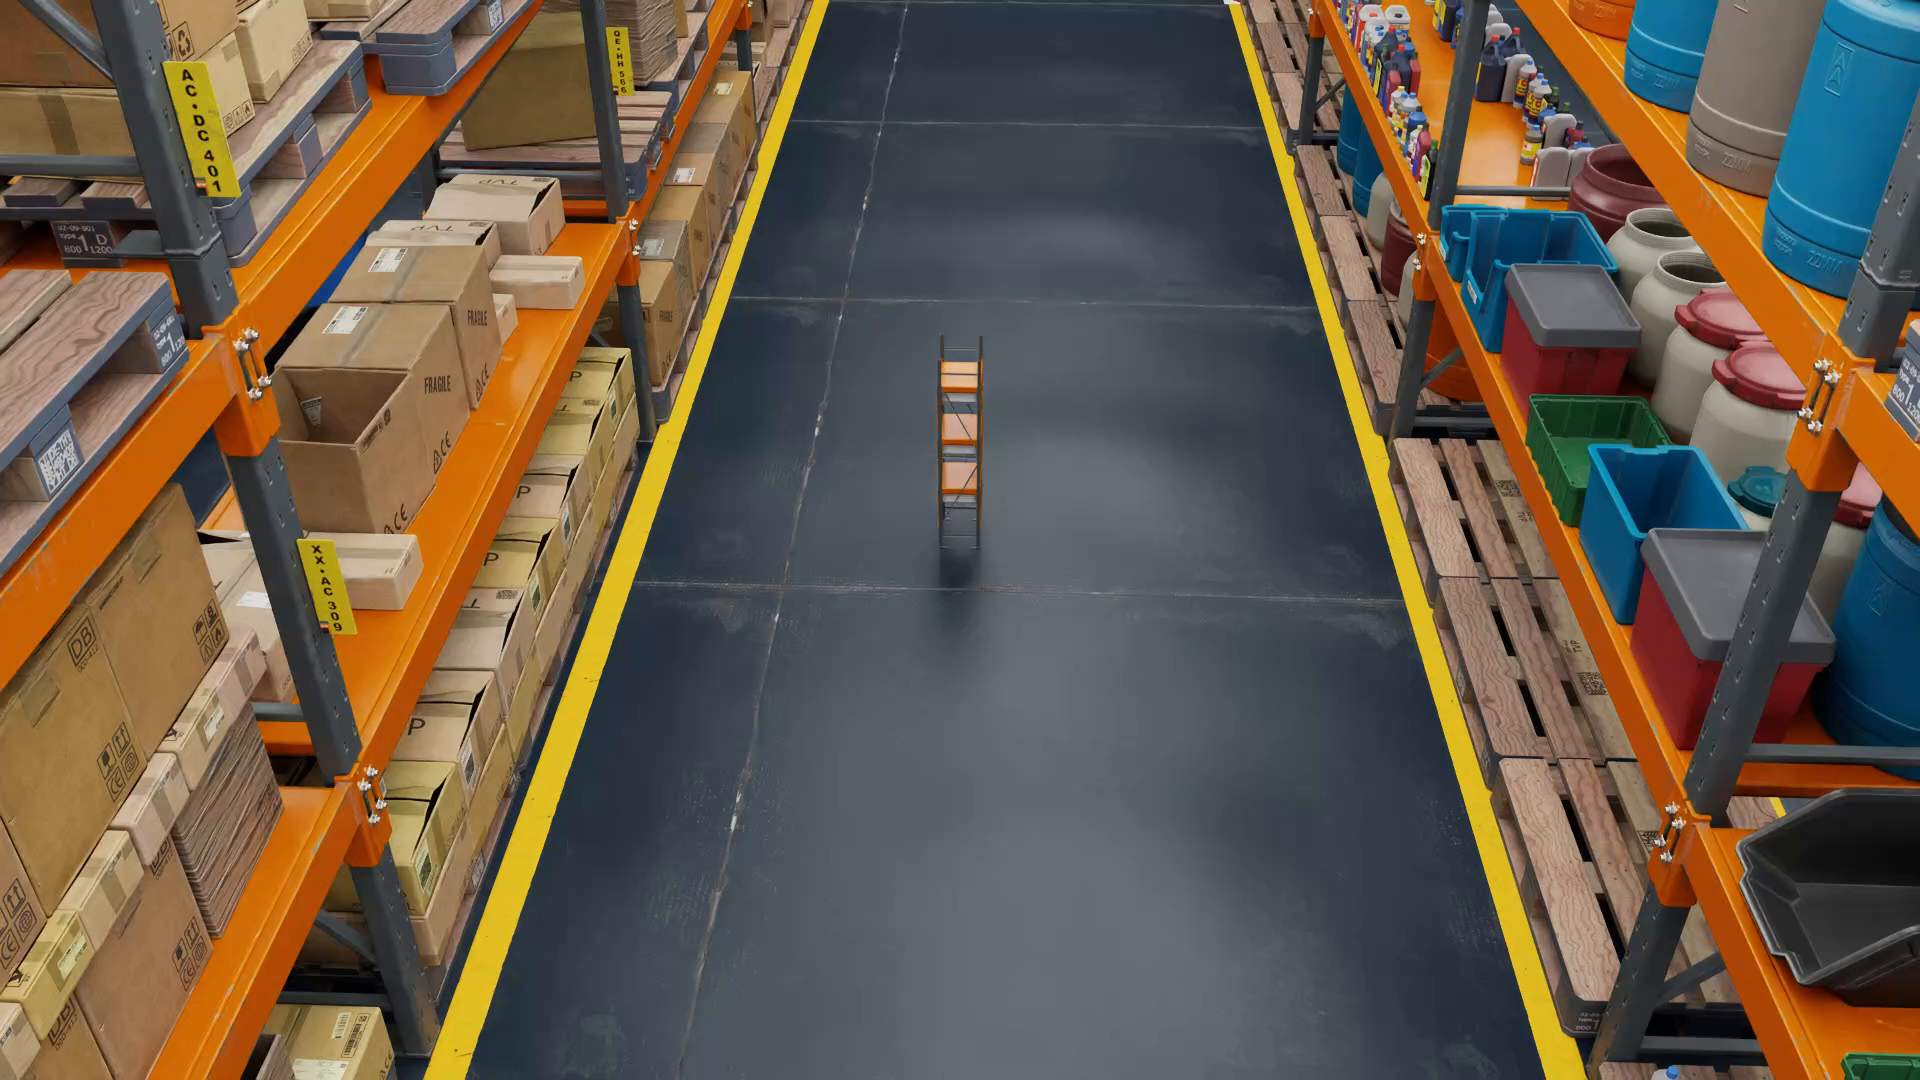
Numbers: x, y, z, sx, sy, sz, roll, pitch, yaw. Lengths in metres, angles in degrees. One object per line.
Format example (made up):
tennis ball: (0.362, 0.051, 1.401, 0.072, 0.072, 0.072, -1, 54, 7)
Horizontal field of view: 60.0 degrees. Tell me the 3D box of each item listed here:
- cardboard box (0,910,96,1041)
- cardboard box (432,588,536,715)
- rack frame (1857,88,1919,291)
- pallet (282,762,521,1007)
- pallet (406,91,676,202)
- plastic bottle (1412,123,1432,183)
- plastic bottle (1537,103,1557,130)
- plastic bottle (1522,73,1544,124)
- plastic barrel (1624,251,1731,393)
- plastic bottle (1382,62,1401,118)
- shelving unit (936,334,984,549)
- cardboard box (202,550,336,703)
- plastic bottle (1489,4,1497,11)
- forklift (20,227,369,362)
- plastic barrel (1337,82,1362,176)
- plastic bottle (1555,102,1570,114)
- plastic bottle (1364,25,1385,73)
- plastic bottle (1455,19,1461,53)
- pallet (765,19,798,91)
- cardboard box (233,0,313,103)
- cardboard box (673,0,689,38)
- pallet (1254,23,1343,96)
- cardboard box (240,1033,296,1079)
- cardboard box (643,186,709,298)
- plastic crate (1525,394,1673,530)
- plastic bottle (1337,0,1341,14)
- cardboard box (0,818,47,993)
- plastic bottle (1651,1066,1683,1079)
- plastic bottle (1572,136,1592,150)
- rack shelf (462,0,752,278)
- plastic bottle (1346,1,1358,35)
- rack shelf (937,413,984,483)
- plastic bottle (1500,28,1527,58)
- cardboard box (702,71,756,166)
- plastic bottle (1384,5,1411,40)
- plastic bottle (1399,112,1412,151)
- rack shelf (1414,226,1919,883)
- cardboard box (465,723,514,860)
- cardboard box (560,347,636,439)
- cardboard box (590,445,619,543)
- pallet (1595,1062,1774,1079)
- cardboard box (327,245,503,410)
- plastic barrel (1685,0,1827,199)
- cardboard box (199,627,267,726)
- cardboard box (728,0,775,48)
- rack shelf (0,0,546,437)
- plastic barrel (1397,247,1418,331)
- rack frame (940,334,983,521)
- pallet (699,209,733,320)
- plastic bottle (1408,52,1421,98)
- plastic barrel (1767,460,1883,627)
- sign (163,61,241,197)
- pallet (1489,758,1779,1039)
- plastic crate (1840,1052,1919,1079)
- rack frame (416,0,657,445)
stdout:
cardboard box: (-2.155, 0.947, 3.643, 0.380, 0.149, 0.250, 1, 35, 2)
cardboard box: (-2.005, 0.415, 6.590, 0.500, 0.311, 0.500, 0, 35, 0)
rack frame: (2.633, -1.830, 3.028, 1.000, 3.000, 0.127, 1, 35, 2)
pallet: (-2.325, 1.224, 6.325, 1.003, 0.211, 1.213, 1, 35, 2)
pallet: (-2.198, -2.103, 8.801, 1.213, 0.211, 1.003, 1, 35, 2)
plastic bottle: (2.393, -2.001, 8.590, 0.061, 0.283, 0.133, 1, 35, 2)
plastic bottle: (3.124, -2.196, 8.878, 0.097, 0.271, 0.097, 0, 35, 0)
plastic bottle: (3.203, -2.460, 9.253, 0.097, 0.271, 0.097, 0, 35, 0)
plastic barrel: (2.949, -0.882, 6.799, 0.421, 0.512, 0.421, 0, 35, 0)
plastic bottle: (2.430, -2.525, 9.336, 0.061, 0.283, 0.133, 1, 35, 2)
shelving unit: (0.002, -0.460, 7.992, 0.215, 1.050, 0.252, 1, 35, 2)
cardboard box: (-2.340, 0.285, 5.366, 0.500, 0.250, 0.500, 3, 35, 5)
plastic bottle: (3.227, -3.188, 10.285, 0.152, 0.276, 0.135, 1, 35, 2)
forklift: (-4.931, -2.194, 8.822, 3.031, 2.935, 1.130, -21, 40, -27)
plastic barrel: (2.916, -2.973, 11.332, 0.600, 0.901, 0.708, 1, 35, 2)
plastic bottle: (3.204, -2.209, 8.886, 0.061, 0.283, 0.133, 1, 35, 2)
plastic bottle: (2.477, -2.931, 9.924, 0.097, 0.271, 0.097, 0, 35, 0)
plastic bottle: (3.096, -3.101, 10.165, 0.097, 0.271, 0.097, 0, 35, 0)
pallet: (-1.920, -4.045, 13.822, 1.003, 0.211, 1.213, 1, 35, 2)
cardboard box: (-2.262, -1.500, 4.932, 0.500, 0.250, 0.500, -2, 35, -3)
cardboard box: (-2.004, -3.285, 9.863, 0.700, 0.500, 0.500, -7, 36, -10)
pallet: (2.992, -3.957, 13.697, 1.003, 0.211, 1.213, 1, 35, 2)
cardboard box: (-2.148, 1.712, 4.579, 0.500, 0.500, 0.500, 1, 35, 2)
cardboard box: (-1.811, -1.792, 9.982, 0.500, 0.500, 0.500, 1, 35, 1)
plastic crate: (2.421, -0.296, 6.247, 0.450, 0.188, 0.662, 1, 35, 2)
plastic bottle: (2.522, -3.547, 10.861, 0.097, 0.201, 0.097, 0, 35, 0)
cardboard box: (-2.367, 0.769, 3.332, 0.700, 0.500, 0.500, 1, 35, 2)
plastic bottle: (2.182, 1.733, 5.165, 0.097, 0.271, 0.097, 0, 35, 0)
plastic bottle: (3.166, -1.929, 8.497, 0.097, 0.271, 0.097, 0, 35, 0)
rack shelf: (-2.075, -2.645, 10.031, 1.077, 0.370, 4.000, 1, 35, 2)
plastic bottle: (2.505, -3.302, 10.512, 0.097, 0.201, 0.097, 0, 35, 0)
rack shelf: (0.002, -0.452, 7.998, 0.215, 0.259, 0.240, 1, 35, 2)
plastic bottle: (3.200, -2.784, 9.645, 0.144, 0.351, 0.185, 1, 35, 2)
cardboard box: (-1.728, -2.956, 11.639, 0.500, 0.500, 0.500, 1, 35, 2)
plastic bottle: (2.670, -3.129, 10.201, 0.152, 0.276, 0.135, 1, 35, 2)
plastic bottle: (2.428, -2.201, 8.946, 0.097, 0.201, 0.097, 0, 35, 0)
rack shelf: (2.714, -0.231, 6.595, 1.077, 0.370, 4.000, 1, 35, 2)
cardboard box: (-2.030, 0.941, 6.328, 0.500, 0.250, 0.500, 2, 35, 3)
cardboard box: (-1.930, -0.760, 8.261, 0.500, 0.311, 0.500, 2, 35, 3)
cardboard box: (-1.950, -0.233, 7.999, 0.500, 0.250, 0.500, 1, 35, 1)
pallet: (2.565, 2.150, 5.007, 1.003, 0.211, 1.213, 1, 35, 2)
cardboard box: (-2.206, -0.867, 6.788, 0.500, 0.500, 0.500, 0, 35, -1)
plastic barrel: (2.463, -1.481, 4.704, 0.600, 0.901, 0.600, 0, 35, 0)
cardboard box: (-2.113, 0.362, 4.475, 0.380, 0.149, 0.250, 1, 35, 2)
cardboard box: (-1.924, -4.327, 13.586, 0.797, 0.503, 0.637, 1, 35, 2)
rack shelf: (-2.236, -1.574, 5.899, 1.077, 0.370, 4.000, 1, 35, 2)
plastic barrel: (2.730, -1.436, 9.483, 0.421, 0.512, 0.421, 0, 35, 0)
rack frame: (0.007, -0.530, 8.092, 0.200, 1.050, 0.008, 1, 35, 2)
pallet: (-2.036, -1.777, 10.595, 1.003, 0.211, 1.213, 1, 35, 2)
plastic bottle: (2.581, -2.628, 9.482, 0.061, 0.283, 0.133, 1, 35, 2)
plastic barrel: (2.891, 0.024, 5.489, 0.433, 0.535, 0.433, 0, 35, 0)
sign: (-1.761, -0.952, 3.868, 0.100, 0.325, 0.005, 1, 35, 2)
pallet: (2.626, 1.313, 6.198, 1.003, 0.211, 1.213, 1, 35, 2)
plastic crate: (2.297, 1.484, 3.714, 0.450, 0.188, 0.662, 1, 35, 2)
rack frame: (-2.155, -1.791, 8.189, 1.000, 3.000, 0.127, 1, 35, 2)
